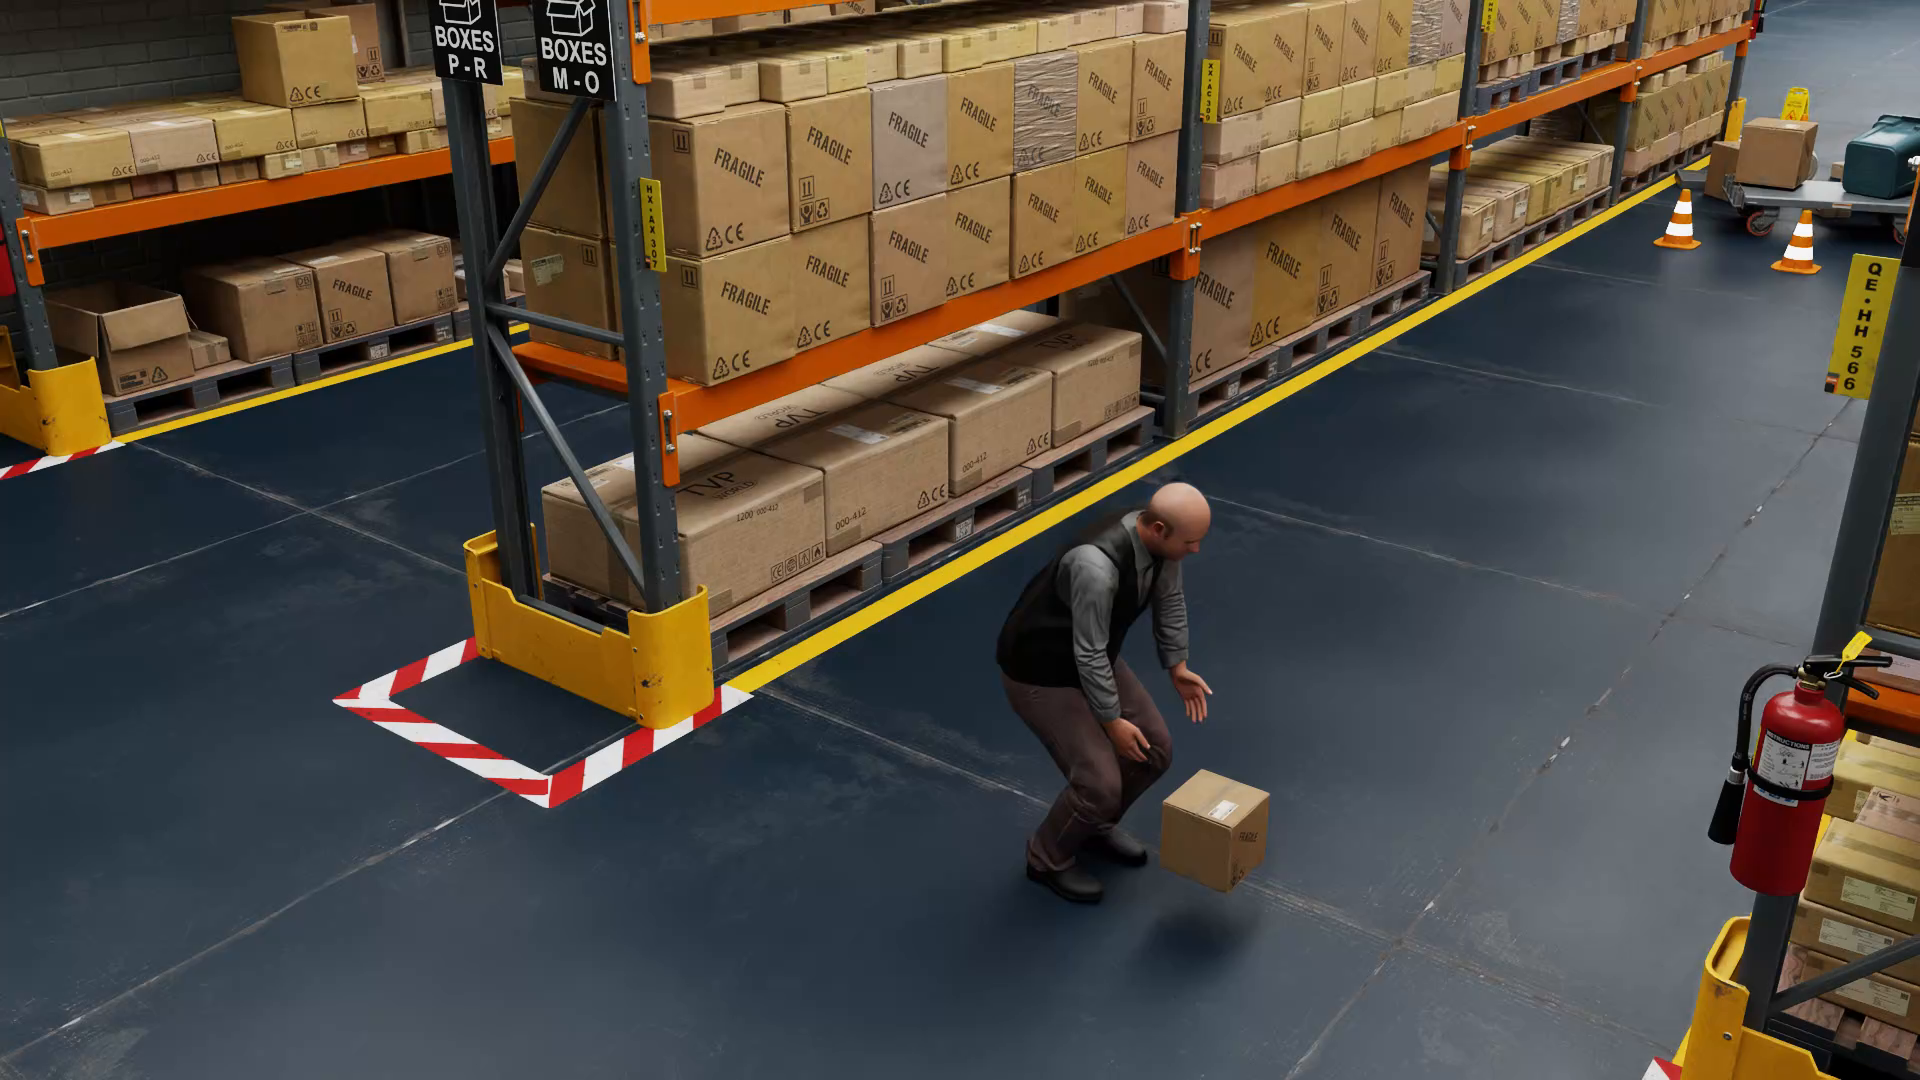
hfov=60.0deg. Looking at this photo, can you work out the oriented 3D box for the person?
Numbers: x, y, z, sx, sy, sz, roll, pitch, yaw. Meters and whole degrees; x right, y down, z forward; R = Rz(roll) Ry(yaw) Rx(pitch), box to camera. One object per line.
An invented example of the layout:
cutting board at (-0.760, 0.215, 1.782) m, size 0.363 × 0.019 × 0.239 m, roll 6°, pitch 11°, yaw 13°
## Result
person at (0.474, 0.448, 5.430) m, size 0.669 × 1.462 × 0.590 m, roll 17°, pitch 28°, yaw 34°
